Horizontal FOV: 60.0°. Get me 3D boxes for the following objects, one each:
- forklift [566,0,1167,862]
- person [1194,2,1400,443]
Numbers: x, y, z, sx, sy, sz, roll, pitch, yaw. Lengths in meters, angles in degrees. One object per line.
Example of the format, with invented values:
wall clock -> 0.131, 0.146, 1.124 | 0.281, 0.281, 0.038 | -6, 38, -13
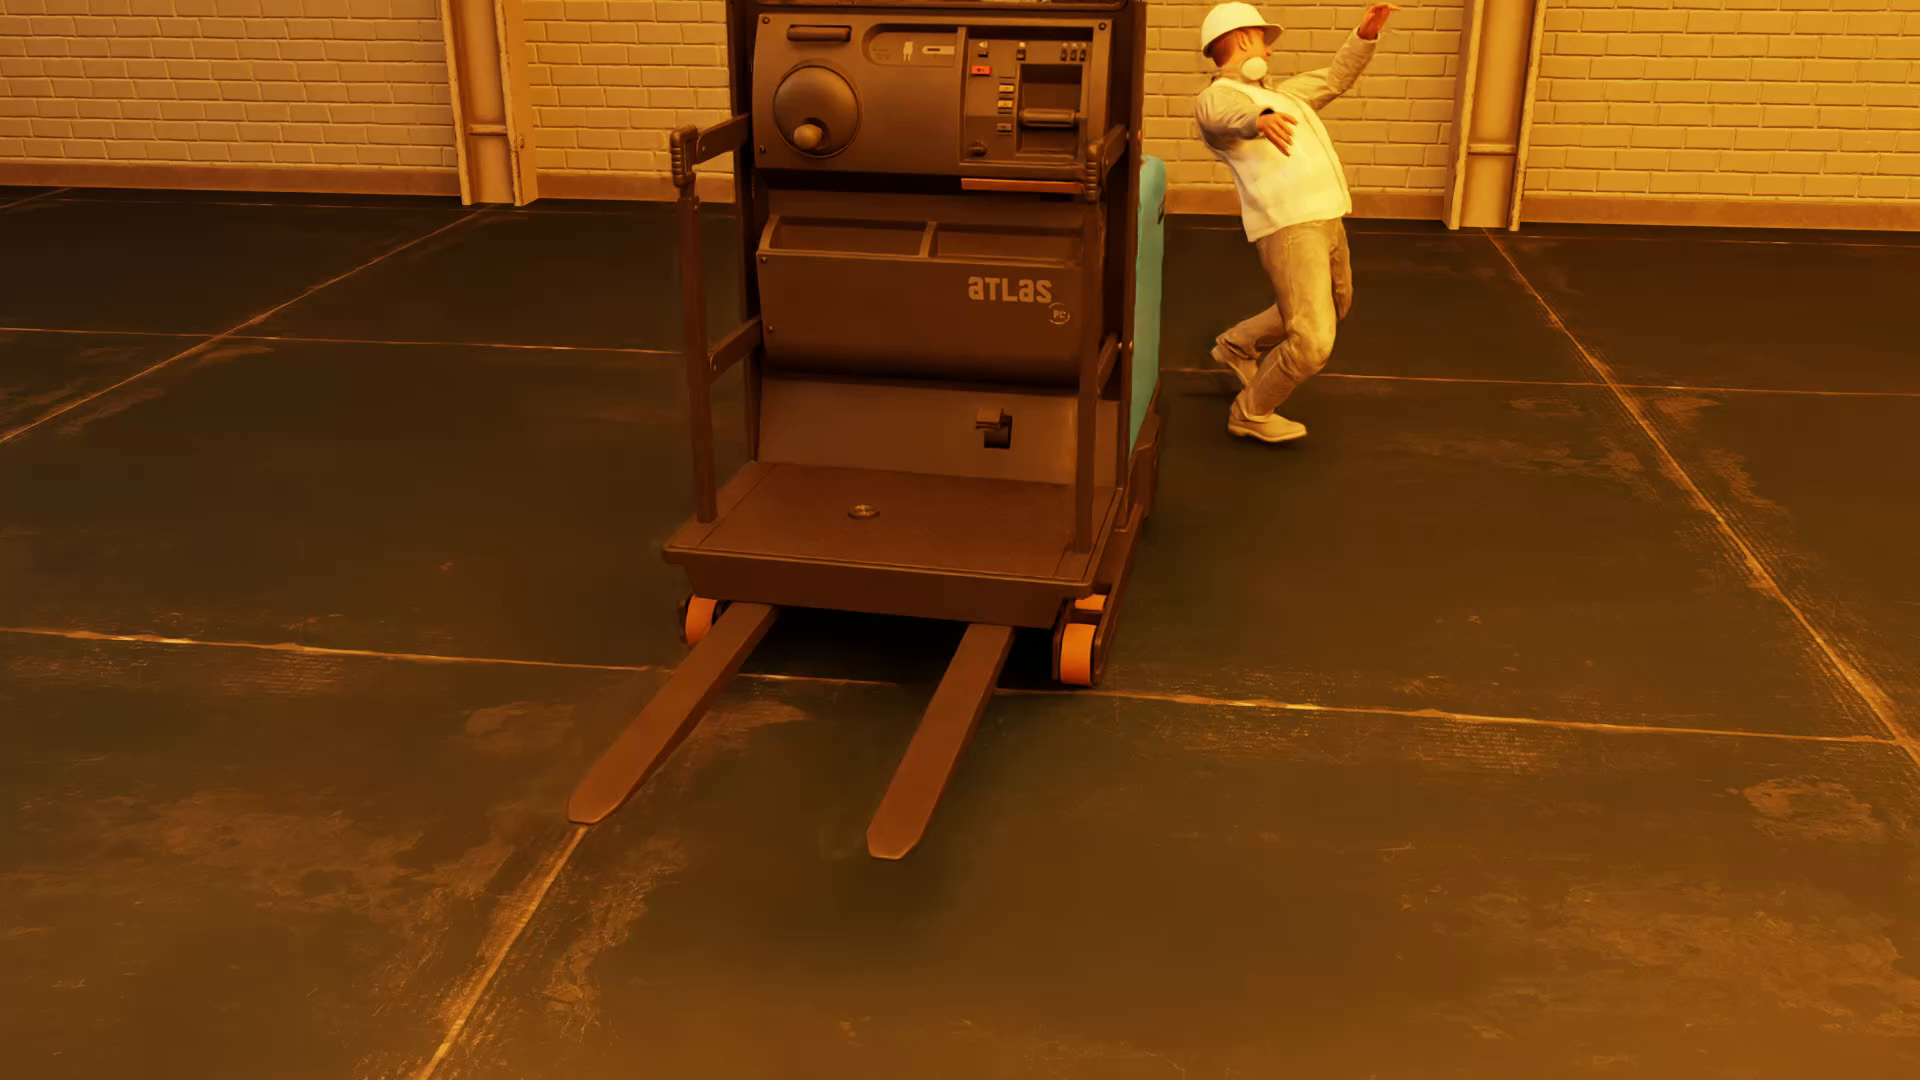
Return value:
forklift -> -0.122, -1.136, 4.074 | 1.130, 2.935, 3.031 | 5, 22, 11
person -> 1.081, -1.094, 5.827 | 0.704, 1.502, 1.063 | 9, 24, 21
